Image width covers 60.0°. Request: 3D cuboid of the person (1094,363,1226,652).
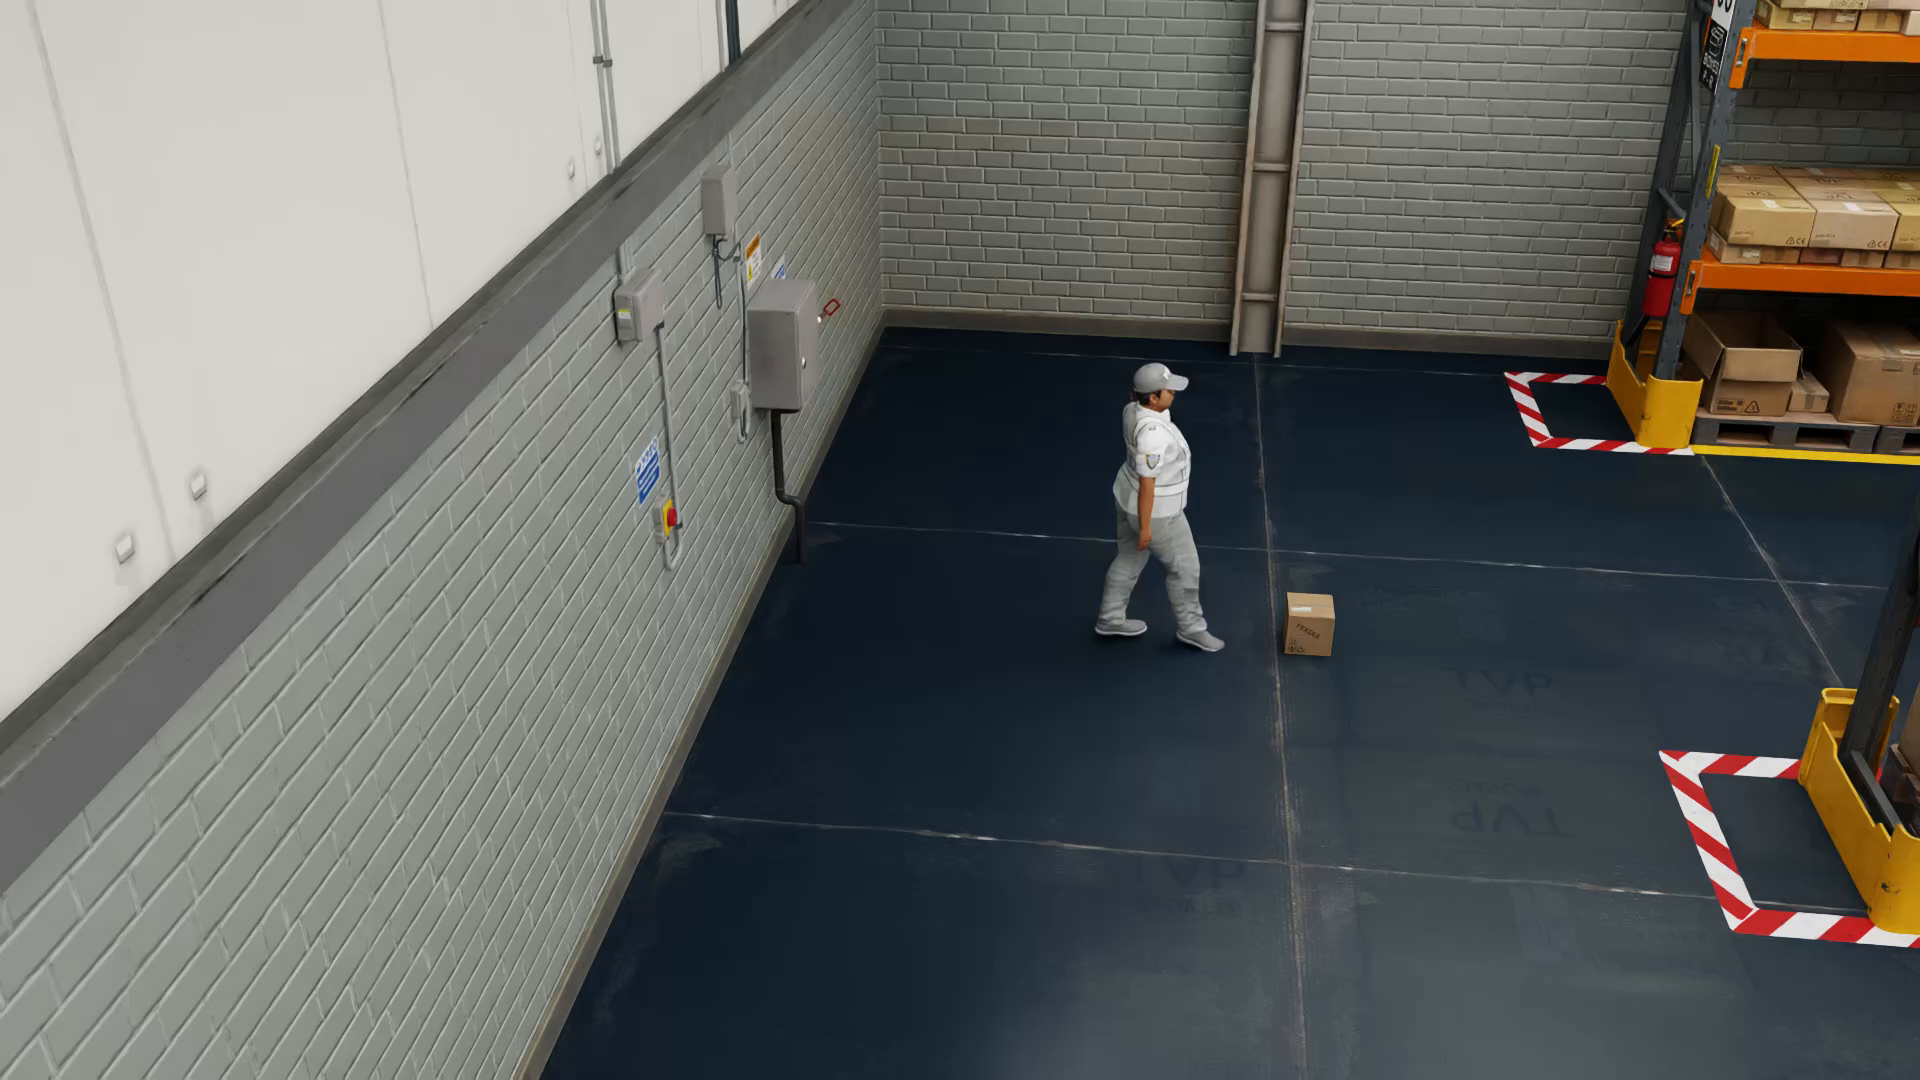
[{"bbox_3d":[1.110,-0.170,8.952,0.702,1.700,0.498,-6,29,-10],"label":"person"}]
